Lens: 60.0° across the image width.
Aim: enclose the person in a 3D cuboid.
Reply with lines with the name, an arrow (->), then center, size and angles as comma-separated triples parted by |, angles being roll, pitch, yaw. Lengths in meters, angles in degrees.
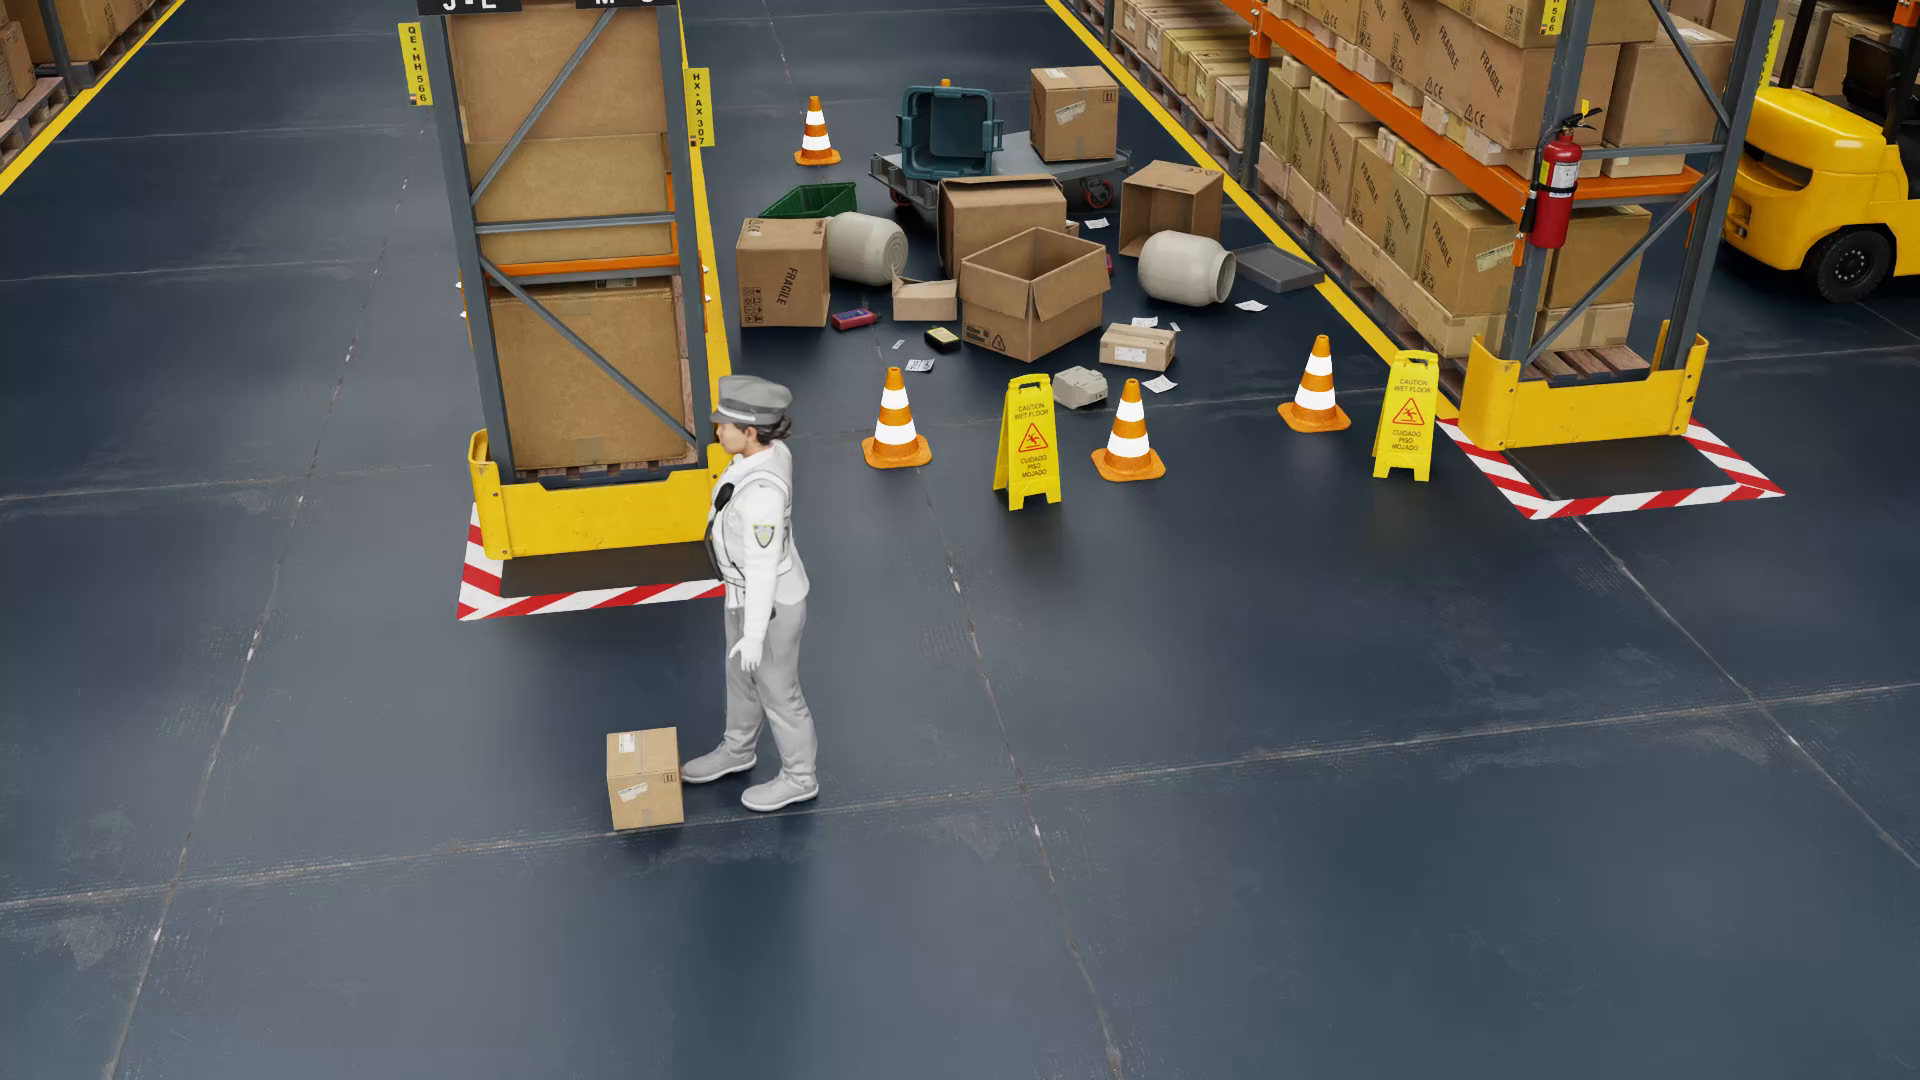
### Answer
person -> -0.771, 0.228, 5.728 | 0.508, 1.680, 0.502 | -5, 31, -8
